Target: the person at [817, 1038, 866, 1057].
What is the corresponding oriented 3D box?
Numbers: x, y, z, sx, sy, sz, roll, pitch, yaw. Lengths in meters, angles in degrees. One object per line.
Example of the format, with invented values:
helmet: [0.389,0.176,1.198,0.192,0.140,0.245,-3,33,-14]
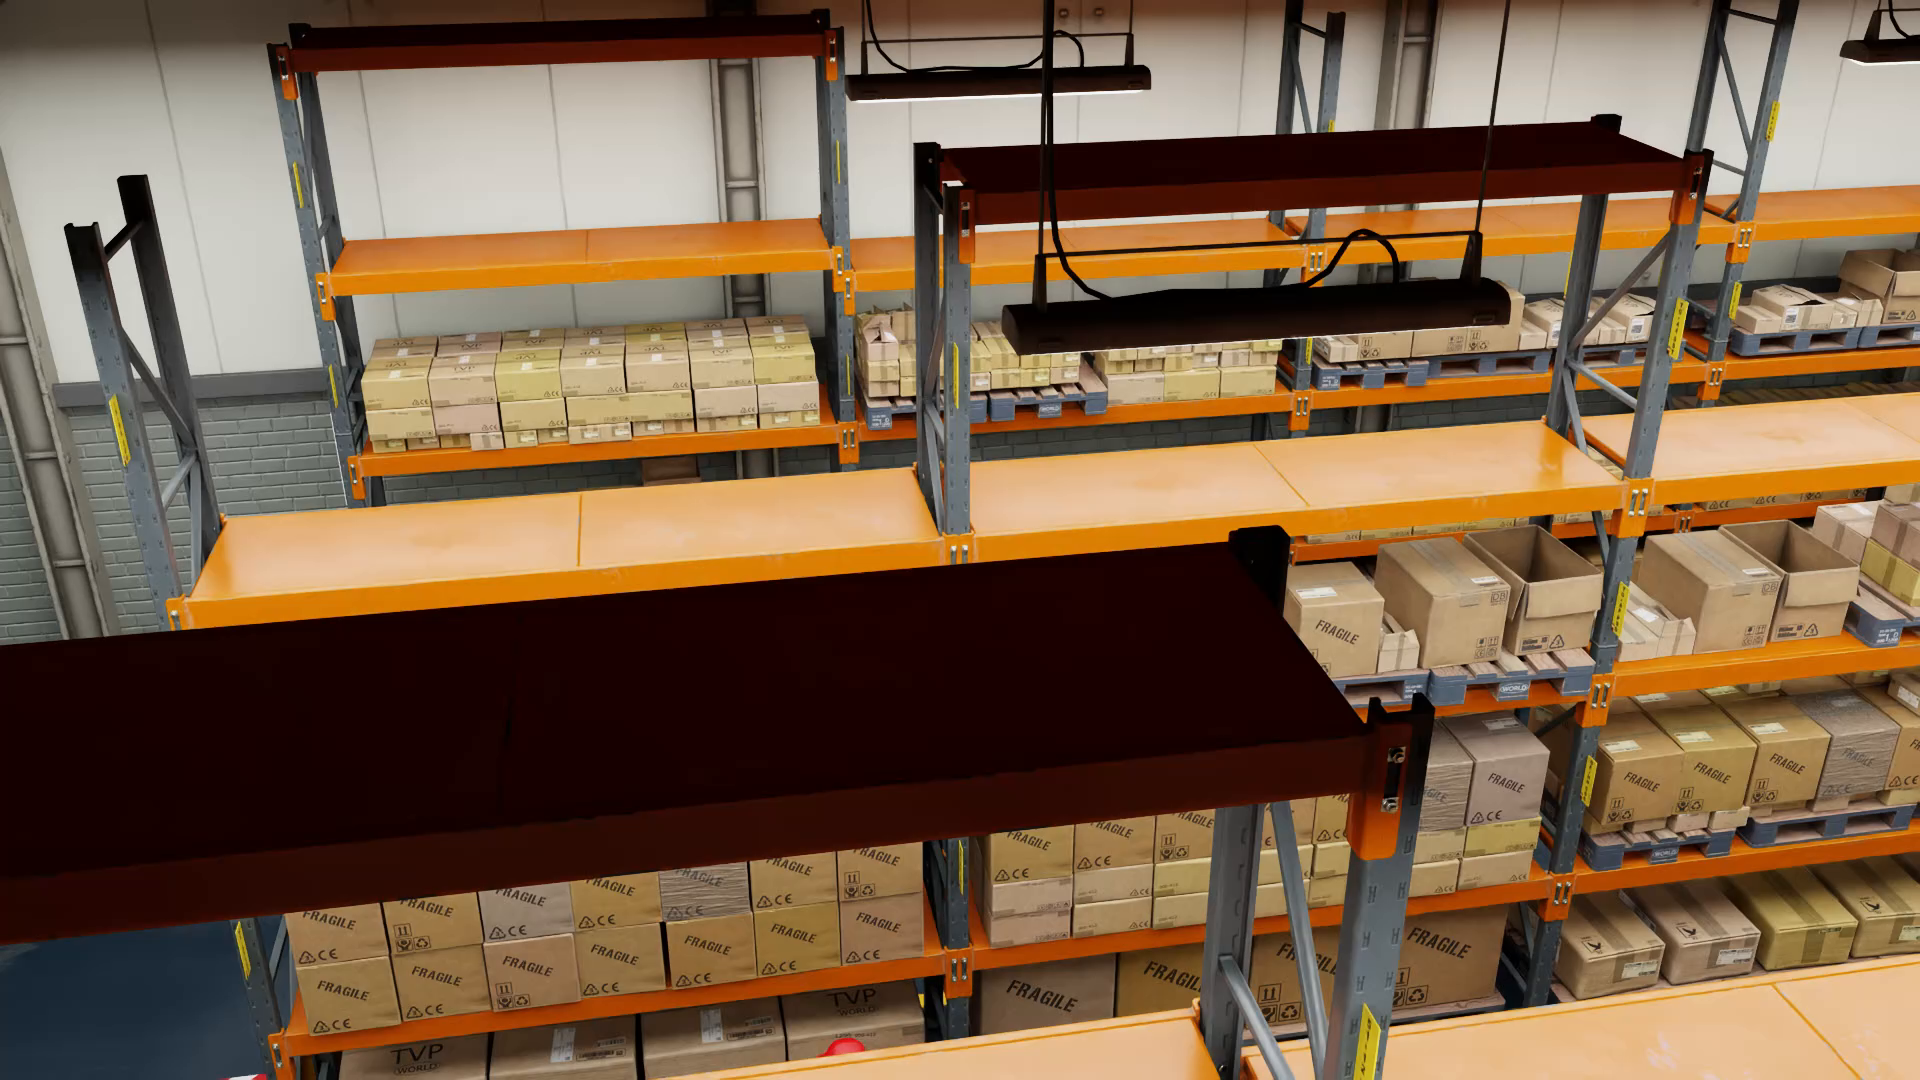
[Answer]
person: [-0.482,3.441,9.120,0.532,1.782,0.590,-15,29,-28]
